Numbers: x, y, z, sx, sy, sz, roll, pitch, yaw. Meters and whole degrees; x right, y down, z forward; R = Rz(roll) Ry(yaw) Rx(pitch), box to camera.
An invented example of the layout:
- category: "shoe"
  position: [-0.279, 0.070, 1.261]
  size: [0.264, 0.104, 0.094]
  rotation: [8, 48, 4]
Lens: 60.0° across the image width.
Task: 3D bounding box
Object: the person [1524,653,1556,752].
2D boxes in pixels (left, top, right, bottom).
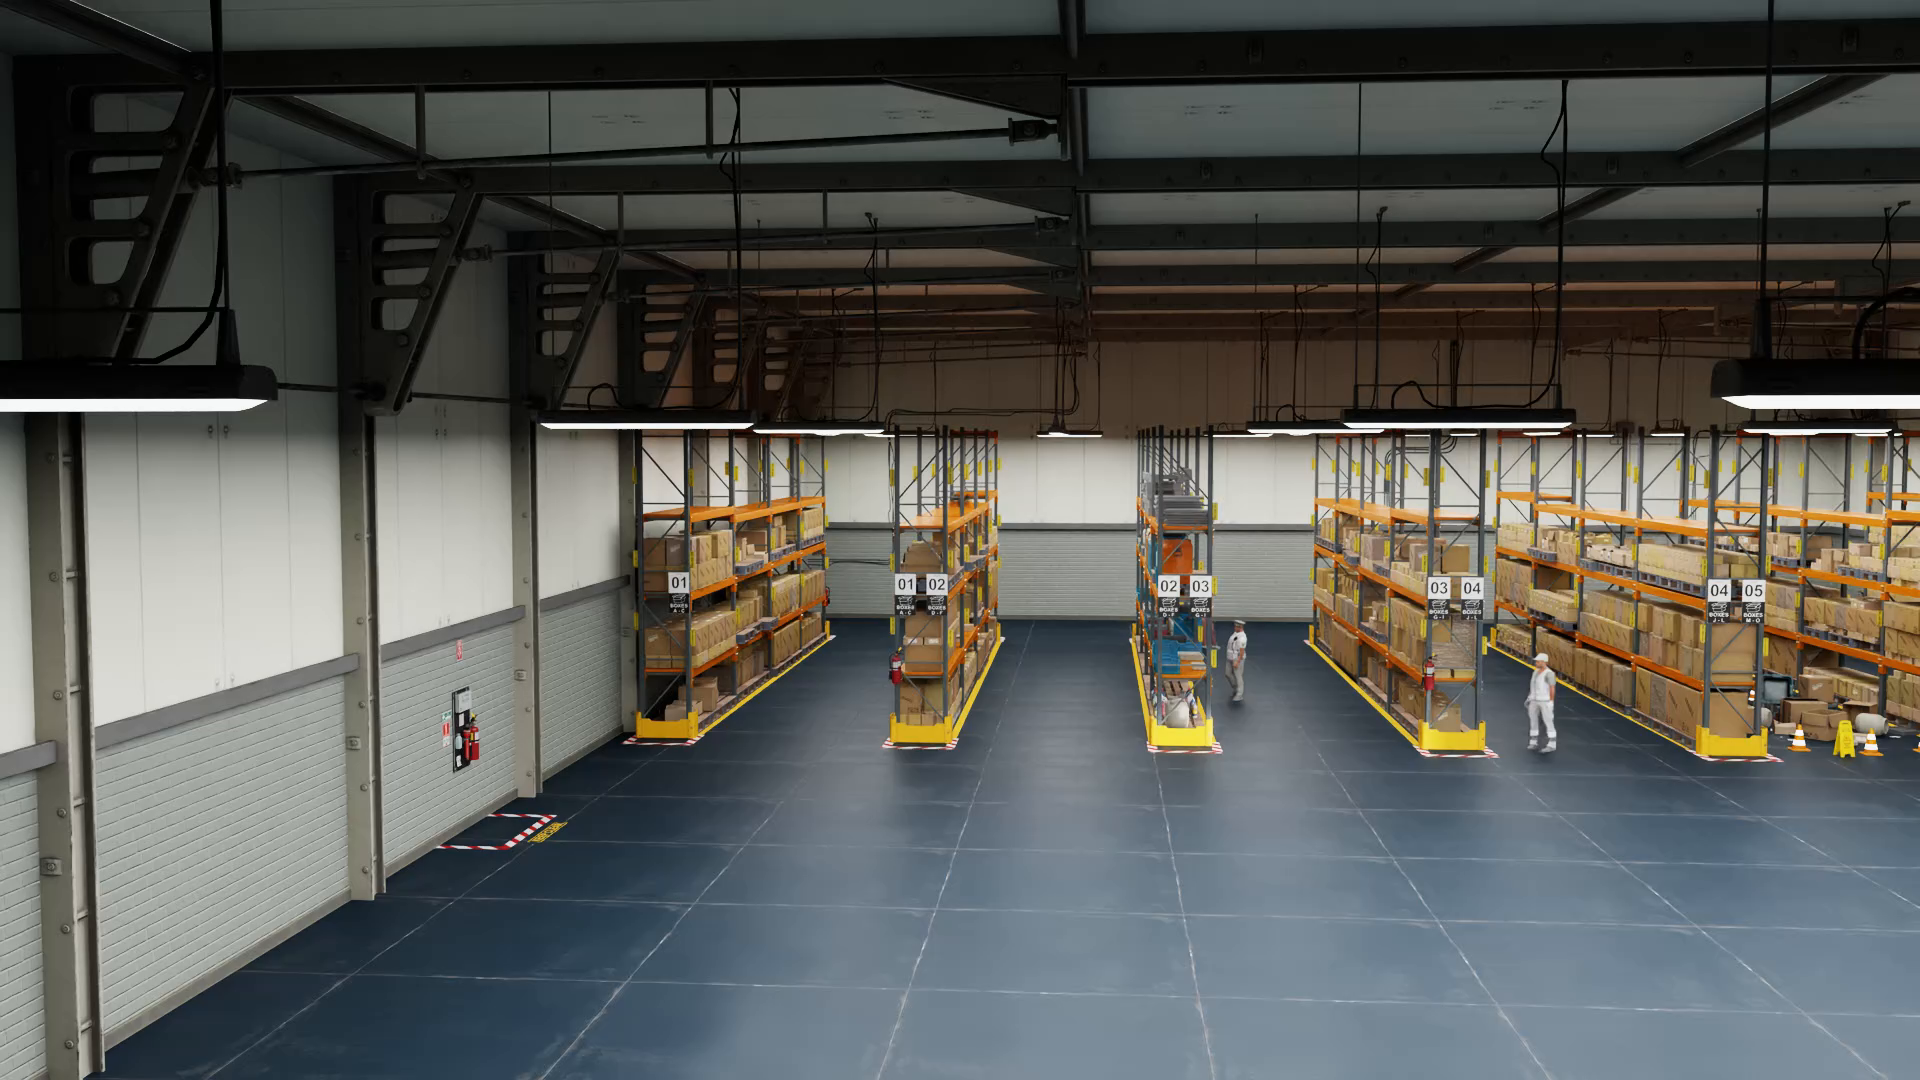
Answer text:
- category: "person"
  position: [10.682, 2.981, 30.646]
  size: [0.438, 1.788, 0.628]
  rotation: [-2, 4, -36]

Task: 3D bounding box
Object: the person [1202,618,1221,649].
- category: "person"
  position: [6.802, 2.156, 45.626]
  size: [0.665, 1.683, 0.349]
  rotation: [-1, 4, -20]

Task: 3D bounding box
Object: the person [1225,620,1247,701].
- category: "person"
  position: [6.097, 2.655, 36.703]
  size: [0.452, 1.797, 0.641]
  rotation: [-1, 4, -21]
